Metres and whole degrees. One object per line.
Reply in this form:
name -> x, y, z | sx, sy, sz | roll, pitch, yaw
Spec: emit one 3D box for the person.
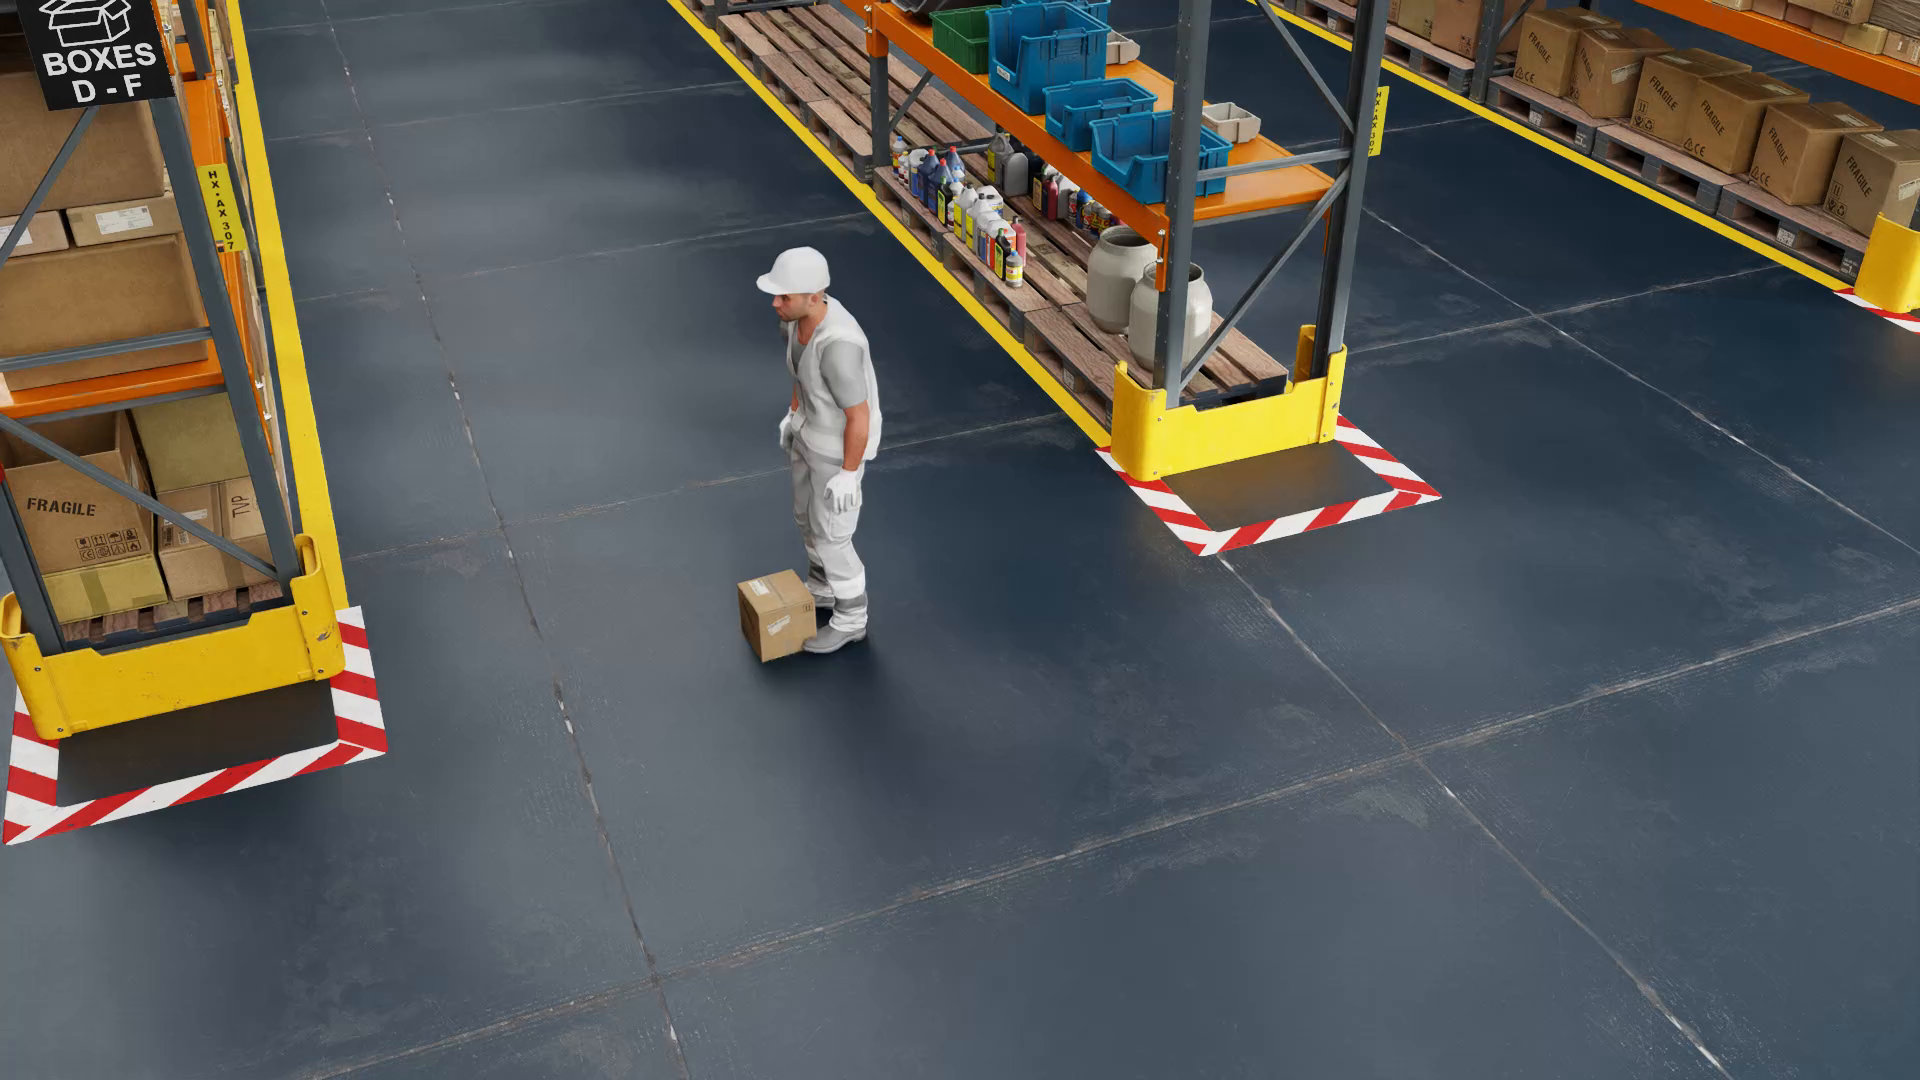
person -> -0.558, -0.362, 6.681 | 0.453, 1.778, 0.615 | -15, 36, -22
